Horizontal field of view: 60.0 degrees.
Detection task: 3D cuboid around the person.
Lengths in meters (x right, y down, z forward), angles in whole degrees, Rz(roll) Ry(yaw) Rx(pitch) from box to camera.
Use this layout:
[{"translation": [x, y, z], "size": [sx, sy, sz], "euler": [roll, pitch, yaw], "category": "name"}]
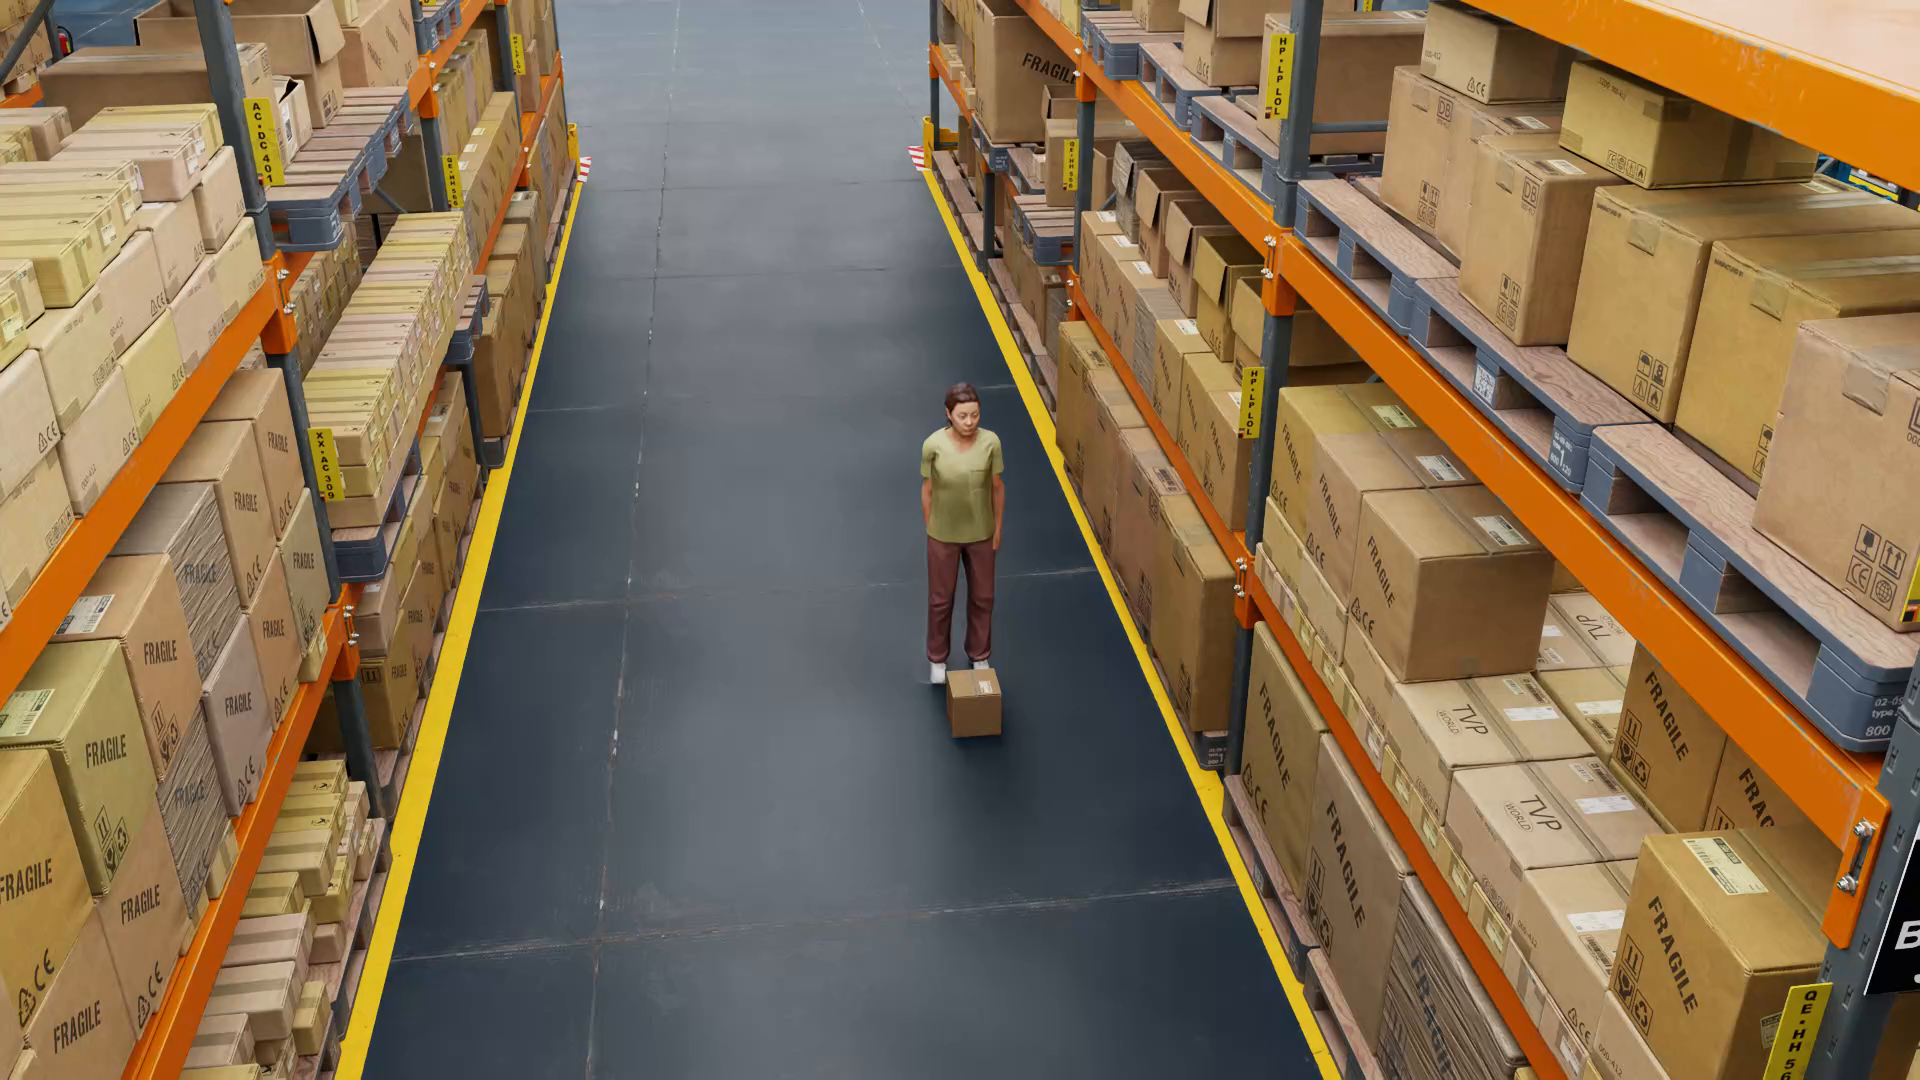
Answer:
[{"translation": [0.016, -0.038, 8.703], "size": [0.441, 1.673, 0.358], "euler": [-3, 27, -6], "category": "person"}]
